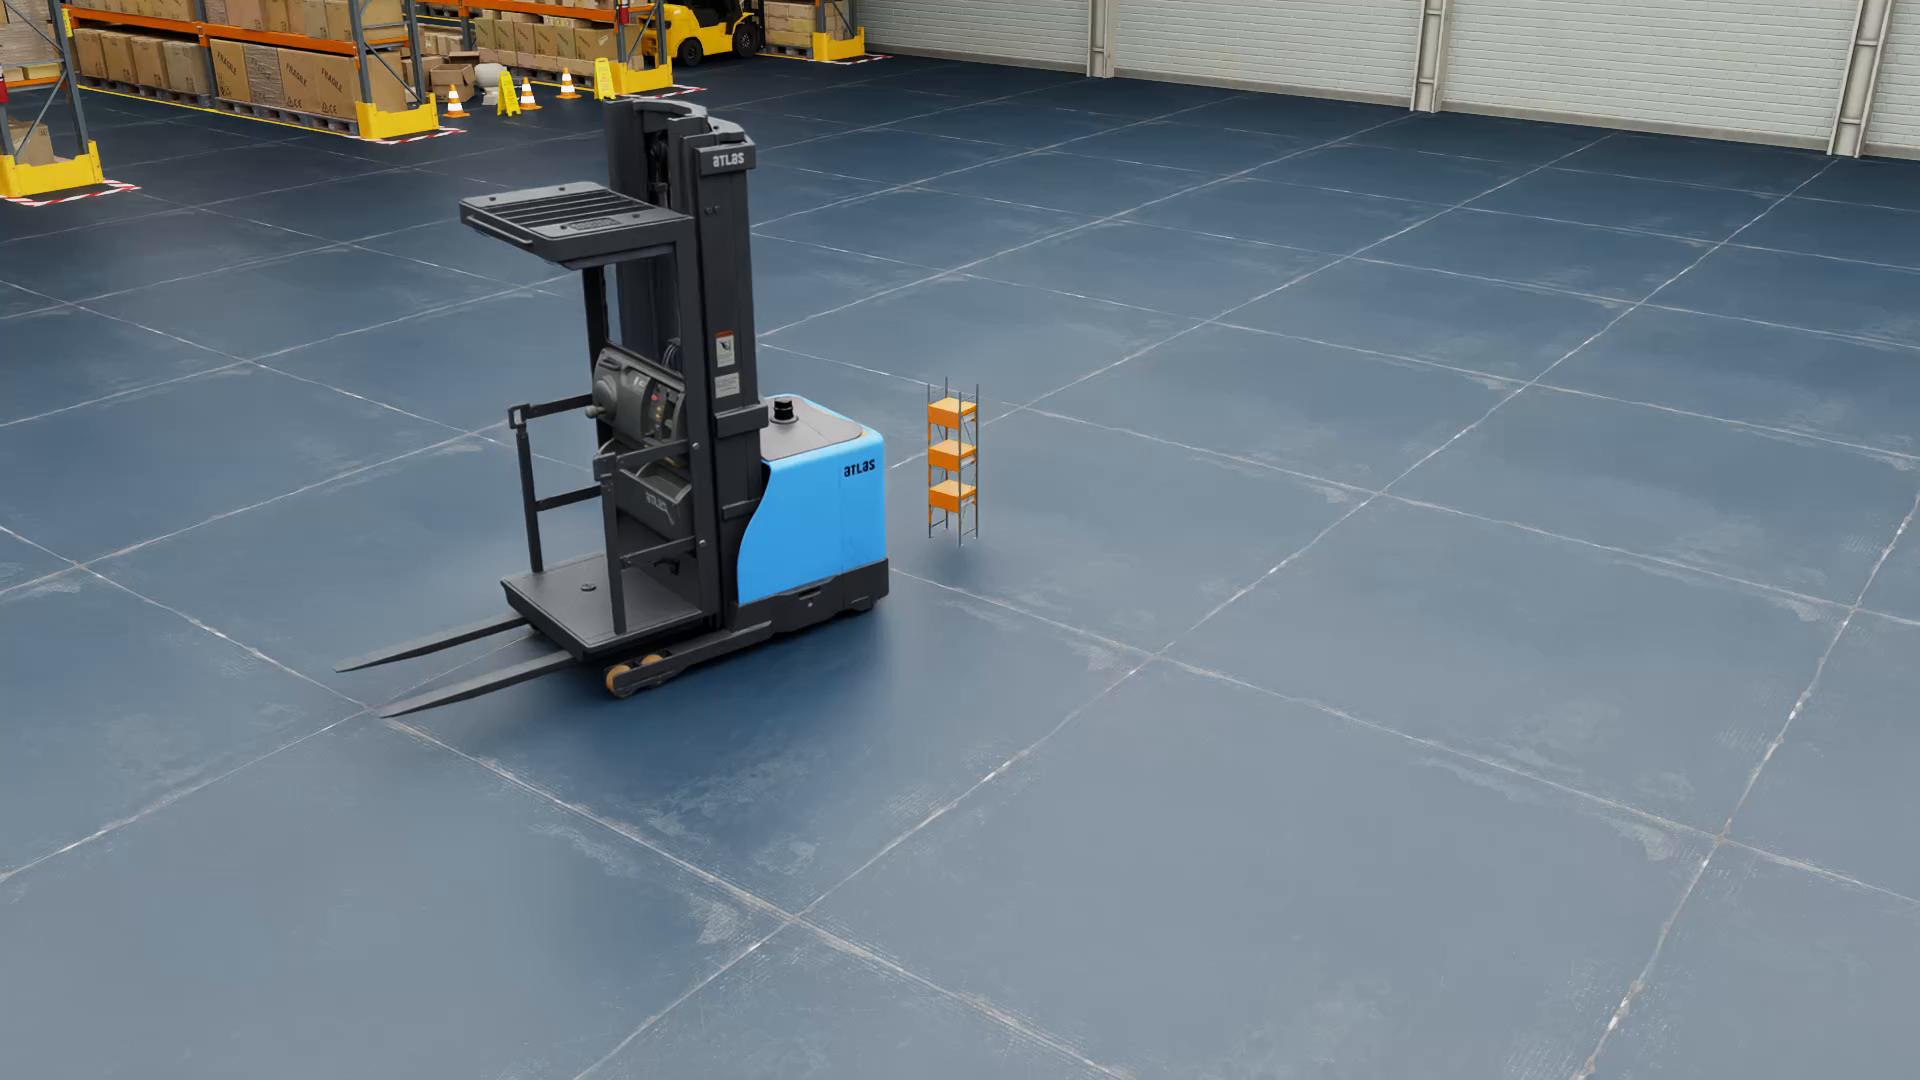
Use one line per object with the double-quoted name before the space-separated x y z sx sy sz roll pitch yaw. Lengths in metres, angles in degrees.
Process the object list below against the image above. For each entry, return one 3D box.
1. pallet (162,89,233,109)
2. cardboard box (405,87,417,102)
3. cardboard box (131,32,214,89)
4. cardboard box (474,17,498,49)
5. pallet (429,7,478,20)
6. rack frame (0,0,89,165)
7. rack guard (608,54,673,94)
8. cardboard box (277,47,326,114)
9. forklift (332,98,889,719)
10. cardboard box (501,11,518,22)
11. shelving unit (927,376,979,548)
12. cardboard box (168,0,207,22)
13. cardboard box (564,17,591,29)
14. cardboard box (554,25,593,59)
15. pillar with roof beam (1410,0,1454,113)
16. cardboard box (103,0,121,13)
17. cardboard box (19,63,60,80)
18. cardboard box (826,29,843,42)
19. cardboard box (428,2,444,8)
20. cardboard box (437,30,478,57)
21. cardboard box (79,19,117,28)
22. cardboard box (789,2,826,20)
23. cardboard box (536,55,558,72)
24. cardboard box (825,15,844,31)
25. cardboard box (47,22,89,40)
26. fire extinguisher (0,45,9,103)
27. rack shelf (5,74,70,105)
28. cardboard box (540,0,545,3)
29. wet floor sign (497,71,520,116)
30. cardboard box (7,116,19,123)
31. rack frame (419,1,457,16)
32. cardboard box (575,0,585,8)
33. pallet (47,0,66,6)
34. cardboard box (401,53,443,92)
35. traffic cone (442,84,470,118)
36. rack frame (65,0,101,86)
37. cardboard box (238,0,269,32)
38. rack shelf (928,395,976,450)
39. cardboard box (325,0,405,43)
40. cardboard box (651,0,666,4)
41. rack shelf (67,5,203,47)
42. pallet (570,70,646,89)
"pallet" -12.033 -7.162 26.743 1.213 0.211 1.003 17 29 33
"cardboard box" -8.890 -7.203 26.769 0.396 0.266 0.258 -21 31 -39
"cardboard box" -12.690 -7.794 26.989 0.750 0.750 1.050 17 29 33
"cardboard box" -8.172 -8.945 29.290 0.500 0.500 0.500 18 30 36
"pallet" -11.236 -11.974 37.664 1.213 0.211 1.003 17 29 33
"rack frame" -11.225 -5.733 20.041 0.127 3.000 1.000 17 29 33
"rack guard" -5.342 -7.805 27.843 0.348 0.500 1.175 17 29 33
"cardboard box" -9.457 -6.883 24.766 0.875 0.875 0.875 16 29 32
"forklift" -1.888 -0.746 8.807 3.031 2.935 1.130 -18 29 -35
"cardboard box" -7.696 -9.068 28.766 0.250 0.149 0.380 18 30 35
"shelving unit" -0.043 -0.493 10.568 0.252 1.050 0.215 17 29 33
"cardboard box" -11.948 -8.362 25.883 0.500 0.500 0.500 17 29 33
"cardboard box" -6.413 -8.681 27.886 0.250 0.149 0.380 18 29 35
"cardboard box" -6.499 -8.442 28.149 0.500 0.500 0.500 18 30 35
"pillar with roof beam" 4.696 -9.446 21.028 0.400 9.000 9.100 17 29 33
"cardboard box" -13.562 -8.849 26.990 0.500 0.500 0.500 17 29 33
"cardboard box" -11.310 -5.764 20.422 0.250 0.149 0.380 17 29 33
"cardboard box" -2.583 -9.648 31.817 0.500 0.250 0.500 17 29 34
"cardboard box" -11.658 -12.293 37.509 0.500 0.500 0.500 18 30 36
"cardboard box" -8.903 -9.013 30.224 0.625 0.372 0.950 17 29 34
"cardboard box" -14.977 -8.879 28.832 0.500 0.250 0.500 15 28 31
"cardboard box" -2.863 -9.935 31.227 0.500 0.250 0.500 18 29 35
"cardboard box" -6.922 -8.225 28.587 0.500 0.250 0.500 16 28 31
"cardboard box" -2.559 -9.876 31.713 0.500 0.250 0.500 17 29 34
"cardboard box" -15.275 -8.715 28.460 0.500 0.250 0.500 16 28 32
"fire extinguisher" -11.410 -5.521 19.656 0.183 0.674 0.296 17 29 33
"rack shelf" -12.825 -5.887 21.284 4.000 0.370 1.077 17 29 33
"cardboard box" -6.920 -9.212 28.250 0.250 0.149 0.380 17 29 33
"wet floor sign" -6.959 -6.863 25.526 0.232 0.644 0.267 12 26 24
"cardboard box" -12.213 -5.071 21.118 0.500 0.500 0.500 -17 29 -34
"rack frame" -11.910 -13.434 37.520 0.127 3.000 1.000 17 29 33
"cardboard box" -6.171 -8.931 27.611 0.250 0.149 0.380 16 29 32
"pallet" -15.205 -9.293 28.360 1.003 0.211 1.213 17 29 33
"cardboard box" -8.959 -7.681 27.391 0.503 0.637 0.797 17 29 33
"traffic cone" -7.743 -6.734 25.460 0.334 0.463 0.336 17 29 33
"rack frame" -14.571 -9.243 28.008 0.127 3.000 1.000 17 29 33
"cardboard box" -10.253 -7.965 24.921 0.550 0.550 0.875 17 29 33
"rack shelf" -0.043 -0.743 10.458 0.240 0.259 0.215 17 29 33
"cardboard box" -8.493 -7.452 23.758 0.550 0.550 0.875 17 29 33
"cardboard box" -5.933 -10.728 33.802 0.625 0.625 0.875 18 30 36
"rack shelf" -12.971 -8.430 27.055 4.000 0.370 1.077 17 29 33
"pallet" -5.971 -7.880 28.373 1.213 0.211 1.003 17 29 33
